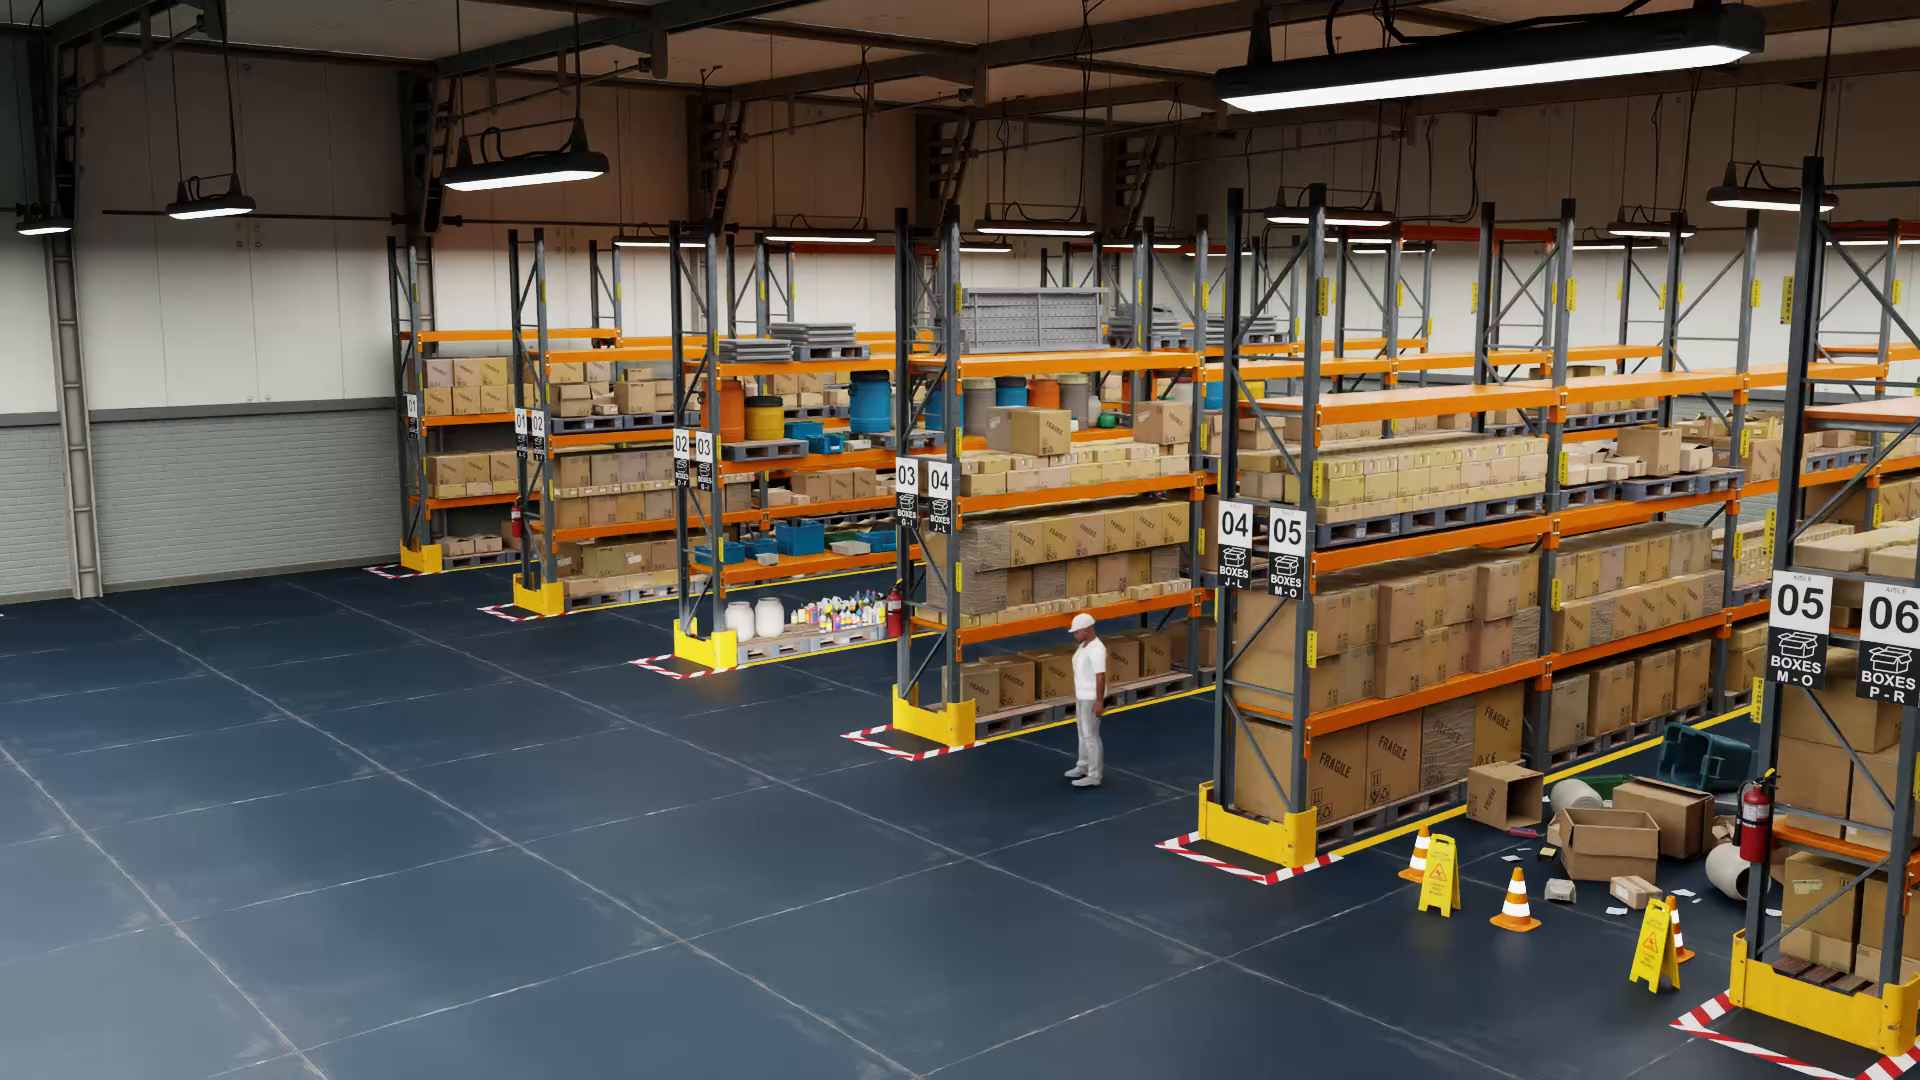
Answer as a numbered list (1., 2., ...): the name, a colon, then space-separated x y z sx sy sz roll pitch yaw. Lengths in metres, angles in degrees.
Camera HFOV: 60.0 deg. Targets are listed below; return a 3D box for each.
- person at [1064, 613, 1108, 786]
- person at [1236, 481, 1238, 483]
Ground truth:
1. person: 1.319 1.637 17.352 0.419 1.763 0.618 -1 9 -7
2. person: 5.801 -0.994 34.462 0.586 1.770 0.594 -1 9 -7
